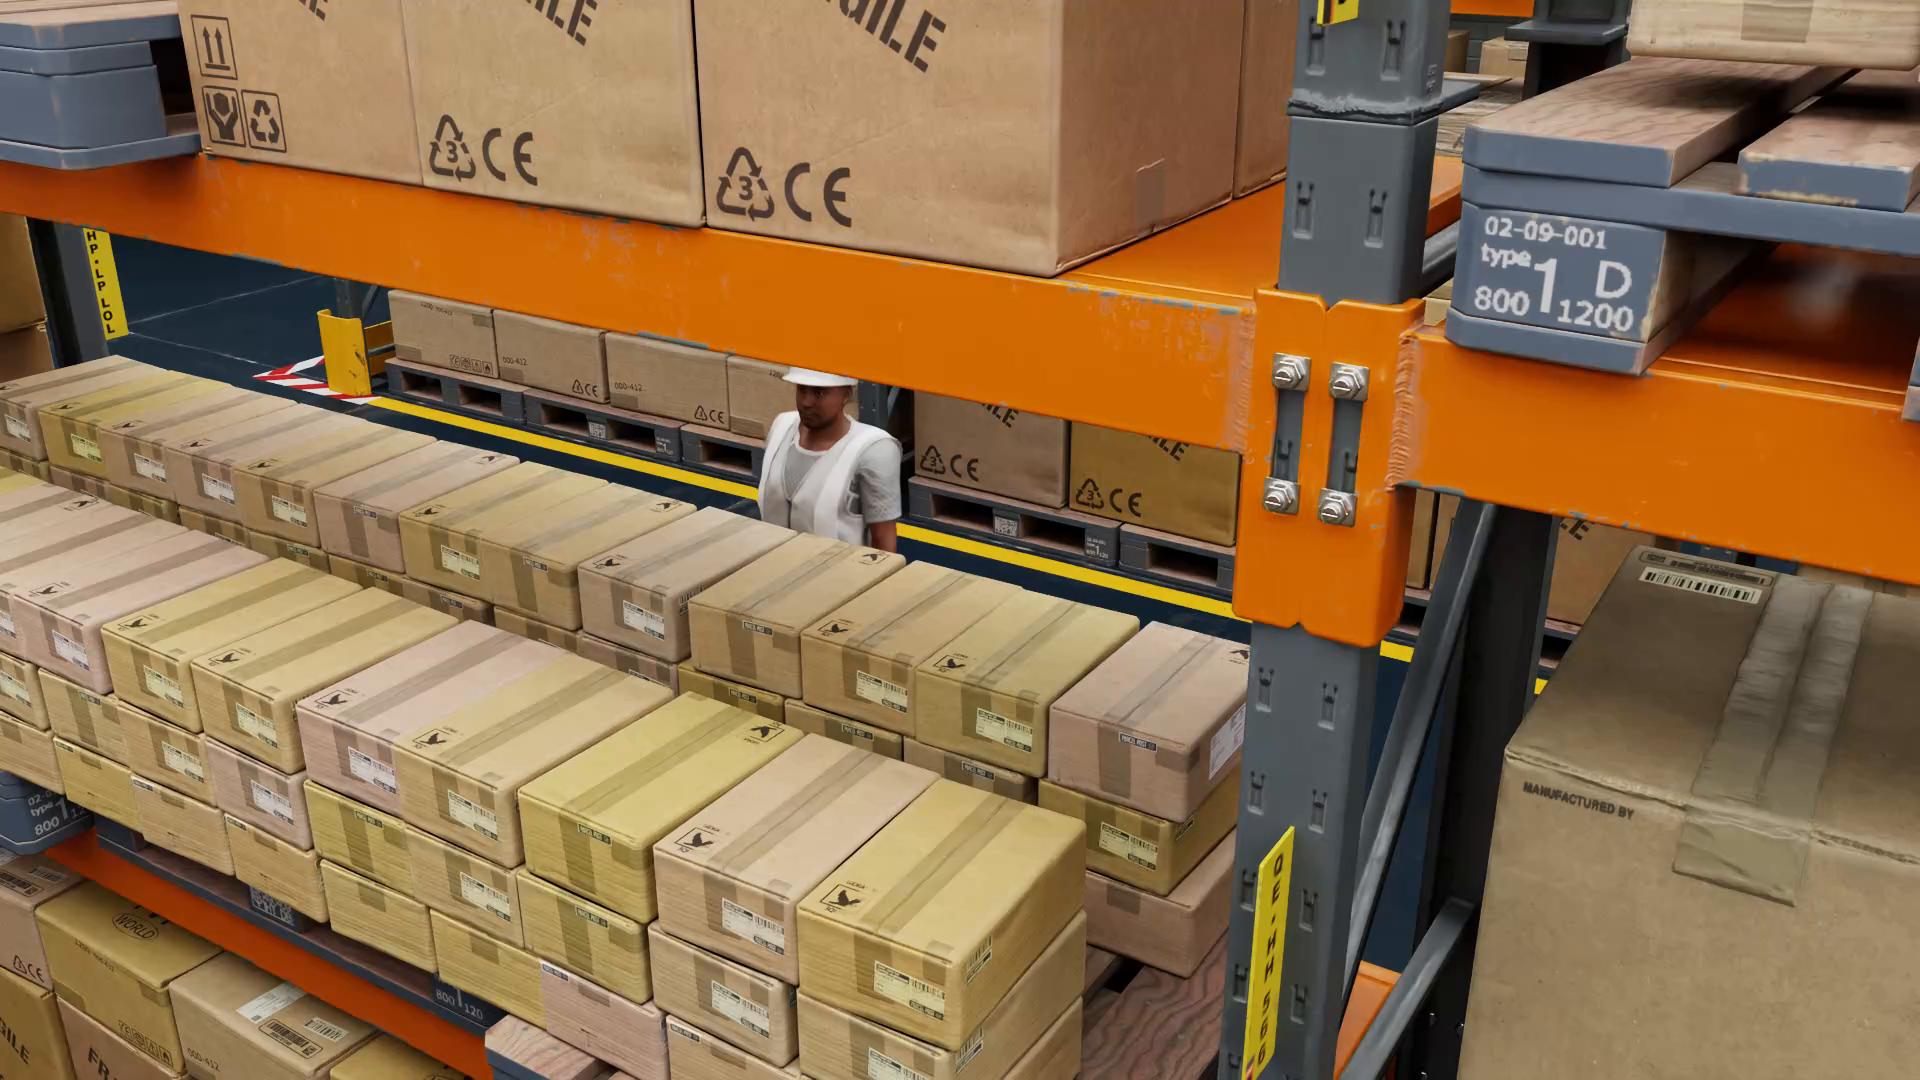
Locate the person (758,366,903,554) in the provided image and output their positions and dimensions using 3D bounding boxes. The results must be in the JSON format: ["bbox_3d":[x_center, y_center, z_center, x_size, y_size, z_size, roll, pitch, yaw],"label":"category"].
[{"bbox_3d":[-0.453,0.190,5.624,0.547,1.791,0.358,14,27,30],"label":"person"}]
